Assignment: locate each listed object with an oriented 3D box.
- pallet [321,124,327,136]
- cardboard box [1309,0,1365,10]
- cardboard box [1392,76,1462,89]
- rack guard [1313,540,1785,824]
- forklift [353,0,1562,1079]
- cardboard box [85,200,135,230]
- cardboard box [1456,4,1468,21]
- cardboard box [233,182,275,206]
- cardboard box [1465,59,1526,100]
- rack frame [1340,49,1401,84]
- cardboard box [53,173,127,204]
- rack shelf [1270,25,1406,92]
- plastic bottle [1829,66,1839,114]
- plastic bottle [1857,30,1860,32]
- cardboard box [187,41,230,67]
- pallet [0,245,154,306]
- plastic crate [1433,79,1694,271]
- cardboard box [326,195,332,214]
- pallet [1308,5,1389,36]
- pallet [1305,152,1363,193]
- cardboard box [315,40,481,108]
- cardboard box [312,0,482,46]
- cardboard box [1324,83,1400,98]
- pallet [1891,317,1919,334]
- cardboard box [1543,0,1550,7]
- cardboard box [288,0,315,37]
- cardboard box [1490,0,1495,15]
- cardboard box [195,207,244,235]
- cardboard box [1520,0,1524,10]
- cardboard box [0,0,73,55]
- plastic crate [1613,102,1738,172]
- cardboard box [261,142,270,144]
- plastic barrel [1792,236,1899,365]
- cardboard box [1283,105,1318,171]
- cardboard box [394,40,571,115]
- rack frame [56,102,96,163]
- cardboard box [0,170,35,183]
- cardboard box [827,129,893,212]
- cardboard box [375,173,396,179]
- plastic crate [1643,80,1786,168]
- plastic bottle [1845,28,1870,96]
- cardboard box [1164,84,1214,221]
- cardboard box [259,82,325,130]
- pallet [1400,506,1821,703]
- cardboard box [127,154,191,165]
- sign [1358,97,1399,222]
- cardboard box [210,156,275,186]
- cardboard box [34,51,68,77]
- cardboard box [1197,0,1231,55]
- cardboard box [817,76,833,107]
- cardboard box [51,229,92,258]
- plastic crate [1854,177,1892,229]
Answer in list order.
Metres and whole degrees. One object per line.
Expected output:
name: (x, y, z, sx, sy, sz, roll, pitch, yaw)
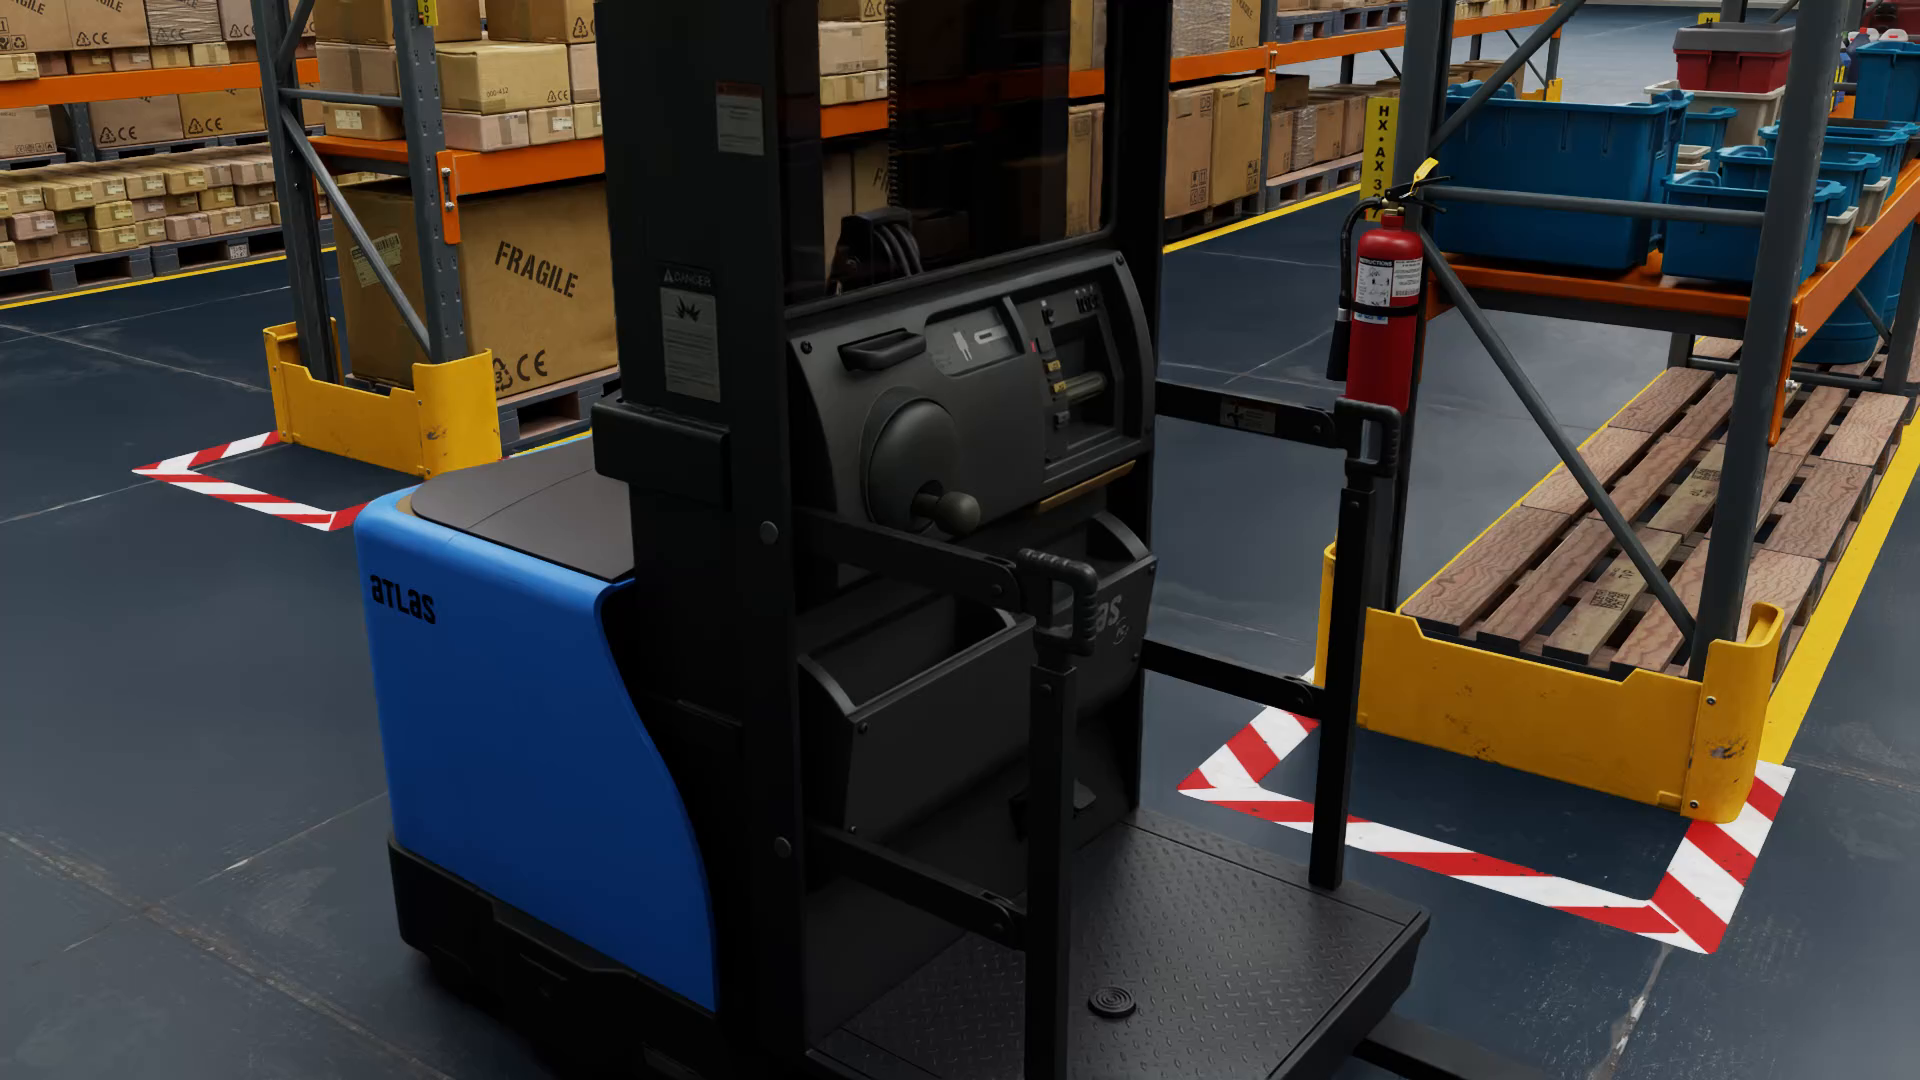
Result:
pallet: (-6.708, -4.513, 18.162, 1.003, 0.211, 1.213, 13, 24, 32)
cardboard box: (3.126, -4.663, 14.157, 0.500, 0.250, 0.500, 12, 24, 30)
cardboard box: (4.815, -4.545, 17.226, 0.500, 0.500, 0.500, -15, 25, -35)
rack guard: (1.590, 0.343, 4.616, 1.175, 0.500, 0.348, 13, 24, 32)
forklift: (0.223, -0.264, 2.753, 3.031, 2.935, 1.130, 15, 25, 35)
cardboard box: (-5.543, -2.108, 10.715, 0.380, 0.149, 0.250, 14, 25, 33)
cardboard box: (4.763, -5.202, 16.367, 0.380, 0.149, 0.250, 13, 24, 32)
cardboard box: (-5.009, -2.432, 11.592, 0.380, 0.149, 0.250, 12, 23, 29)
cardboard box: (6.126, -5.244, 19.116, 0.500, 0.500, 0.500, 19, 28, 42)
rack frame: (4.242, -5.248, 16.128, 1.000, 3.000, 0.127, 13, 24, 32)
cardboard box: (-5.600, -2.261, 10.700, 0.380, 0.149, 0.250, 12, 23, 29)
rack shelf: (3.118, -4.336, 14.701, 1.077, 0.370, 4.000, 13, 24, 32)
plastic bottle: (4.206, -2.263, 8.129, 0.144, 0.351, 0.185, 13, 24, 32)
plastic bottle: (5.491, -2.985, 10.195, 0.097, 0.271, 0.097, 0, 20, 0)
cardboard box: (-5.087, -3.240, 11.064, 0.380, 0.149, 0.250, 14, 24, 33)
pallet: (-6.020, -1.741, 10.667, 1.003, 0.211, 1.213, 13, 24, 32)
plastic crate: (1.626, -1.016, 4.550, 0.616, 0.435, 0.499, 13, 24, 32)
cardboard box: (-4.550, -2.483, 12.157, 0.380, 0.149, 0.250, 12, 24, 30)
pallet: (3.072, -4.586, 14.615, 1.003, 0.211, 1.213, 13, 24, 32)
pallet: (3.120, -3.365, 15.057, 1.003, 0.211, 1.213, 13, 24, 32)
cardboard box: (-2.451, -2.064, 7.310, 0.500, 0.250, 0.500, 13, 24, 31)
cardboard box: (-2.447, -2.416, 7.180, 0.500, 0.500, 0.500, 14, 24, 32)
cardboard box: (3.879, -4.110, 16.020, 0.700, 0.500, 0.500, 11, 23, 28)
pallet: (4.994, -1.243, 9.322, 1.003, 0.211, 1.213, 13, 24, 32)
cardboard box: (6.501, -6.155, 18.944, 0.380, 0.149, 0.250, 13, 24, 32)
cardboard box: (-4.632, -3.792, 11.621, 0.500, 0.500, 0.500, 13, 24, 30)
cardboard box: (5.294, -5.496, 17.162, 0.380, 0.149, 0.250, 13, 24, 32)
cardboard box: (-5.131, -2.195, 11.379, 0.380, 0.149, 0.250, 13, 24, 32)
cardboard box: (5.934, -5.870, 18.172, 0.380, 0.149, 0.250, 13, 24, 32)
cardboard box: (-5.788, -3.221, 10.075, 0.500, 0.500, 0.500, 13, 24, 32)
plastic crate: (2.535, -1.427, 5.955, 0.416, 0.233, 0.300, 13, 24, 32)
cardboard box: (-4.971, -2.879, 12.372, 0.380, 0.149, 0.250, 13, 24, 31)
plastic barrel: (4.161, -1.352, 8.015, 0.600, 0.901, 0.708, 13, 24, 32)
cardboard box: (2.655, -3.492, 14.350, 0.700, 0.500, 0.500, 11, 23, 27)
cardboard box: (-2.011, -1.959, 7.024, 0.500, 0.250, 0.500, 13, 24, 30)
rack frame: (-8.451, -4.885, 15.147, 1.000, 3.000, 0.127, 13, 24, 32)
cardboard box: (-6.232, -2.301, 10.808, 0.380, 0.149, 0.250, 13, 24, 31)
cardboard box: (-0.692, -1.979, 9.748, 0.875, 0.875, 0.875, 13, 24, 32)
cardboard box: (-4.357, -2.715, 12.358, 0.380, 0.149, 0.250, 12, 23, 29)
plastic crate: (2.830, -1.557, 6.234, 0.437, 0.282, 0.530, 13, 24, 32)
plastic bottle: (4.908, -2.616, 9.084, 0.144, 0.351, 0.185, 13, 24, 32)
cardboard box: (1.081, -2.852, 12.109, 1.225, 0.875, 0.875, 13, 24, 32)
cardboard box: (-7.165, -4.796, 17.364, 0.875, 0.875, 0.875, 14, 24, 32)
pallet: (2.088, 0.240, 5.311, 1.003, 0.211, 1.213, 13, 24, 32)
cardboard box: (-5.565, -2.586, 11.578, 0.380, 0.149, 0.250, 13, 24, 32)
sign: (1.128, -1.018, 4.457, 0.100, 0.325, 0.005, 13, 24, 32)
cardboard box: (-4.958, -2.546, 11.471, 0.380, 0.149, 0.250, 12, 24, 30)
cardboard box: (-5.759, -2.961, 10.308, 0.380, 0.149, 0.250, 15, 25, 34)
cardboard box: (1.636, -3.815, 12.111, 0.500, 0.500, 0.500, 13, 24, 31)
cardboard box: (-0.878, -2.314, 8.560, 0.380, 0.149, 0.250, 13, 24, 31)
cardboard box: (-5.777, -1.912, 10.615, 0.380, 0.149, 0.250, 14, 24, 32)
plastic crate: (2.634, -1.020, 4.993, 0.250, 0.136, 0.298, 13, 24, 32)
